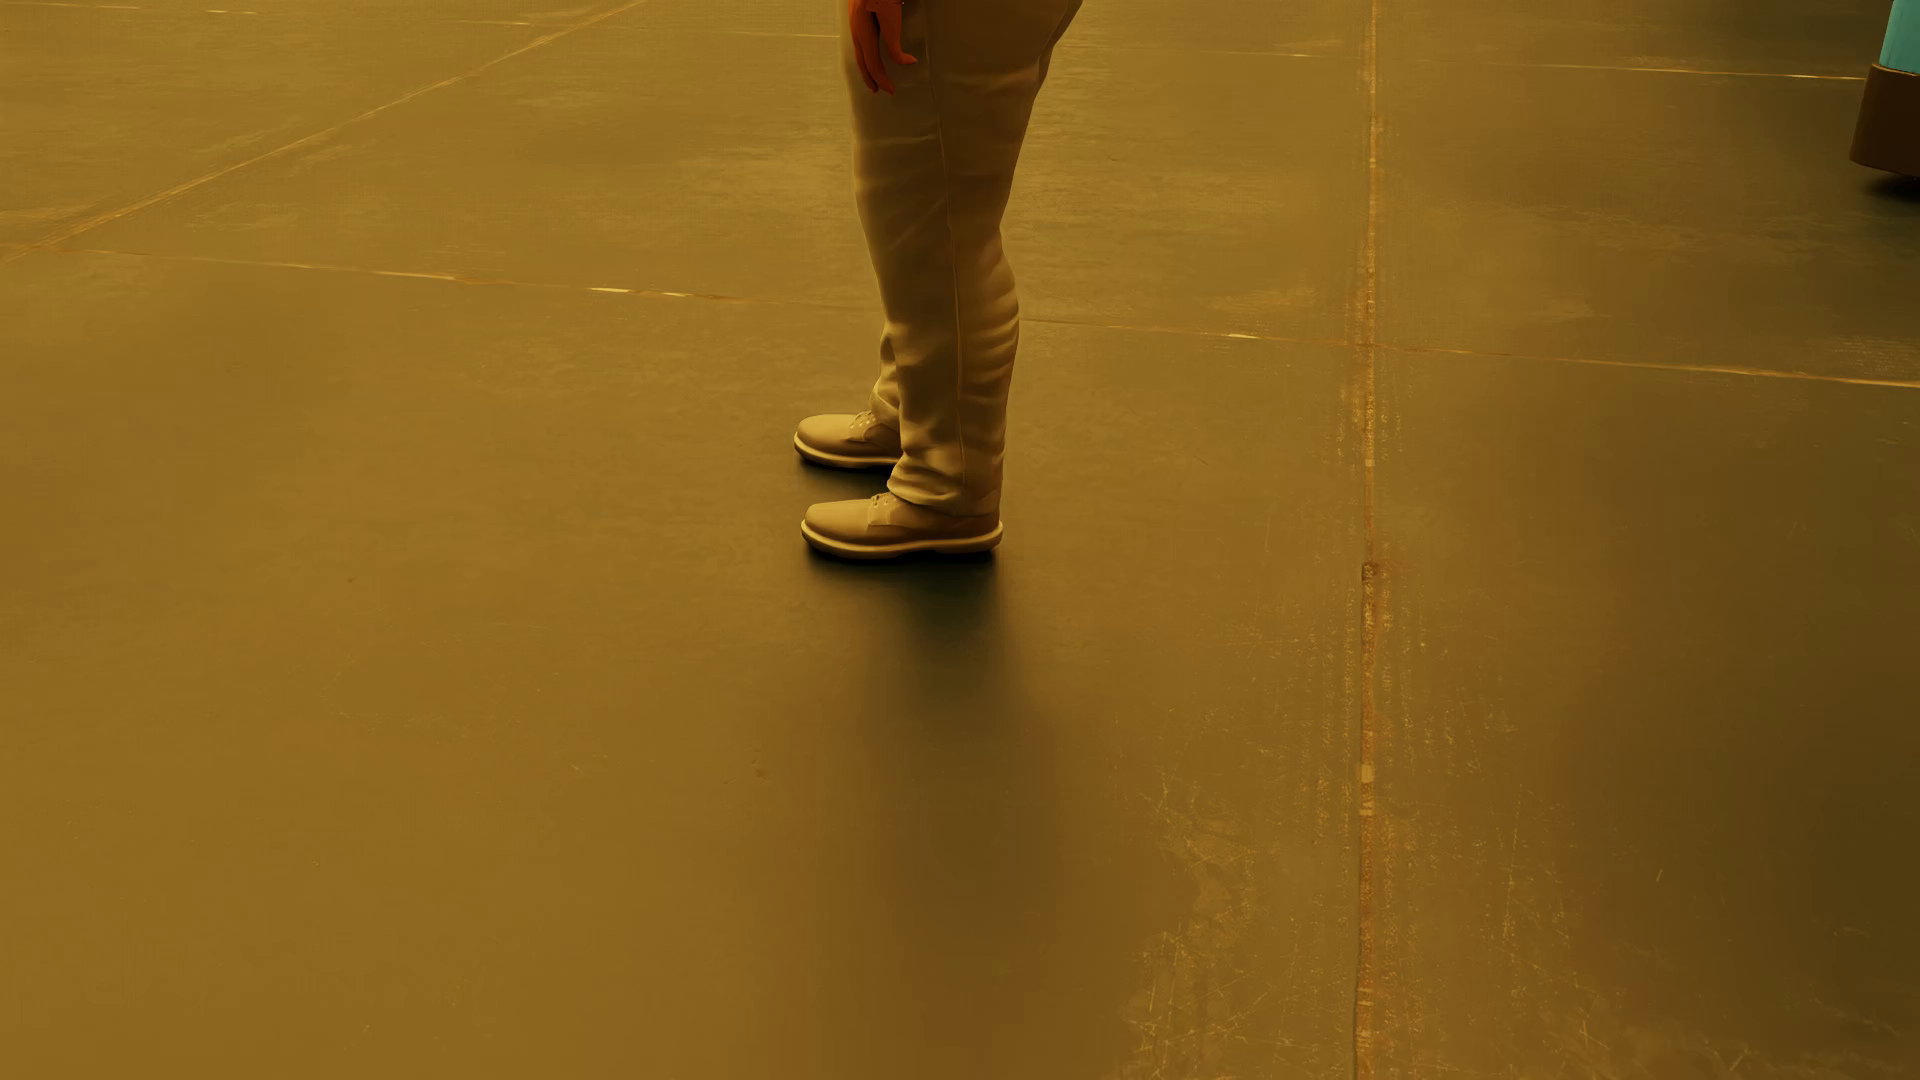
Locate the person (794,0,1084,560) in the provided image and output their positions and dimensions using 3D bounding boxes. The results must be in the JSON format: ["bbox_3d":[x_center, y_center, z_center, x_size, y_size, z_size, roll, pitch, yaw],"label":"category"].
[{"bbox_3d":[-0.069,-0.771,2.161,0.529,1.670,0.587,6,27,11],"label":"person"}]

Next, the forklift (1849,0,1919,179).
[{"bbox_3d":[3.814,-2.381,3.965,3.031,2.935,1.130,-15,31,-28],"label":"forklift"}]
